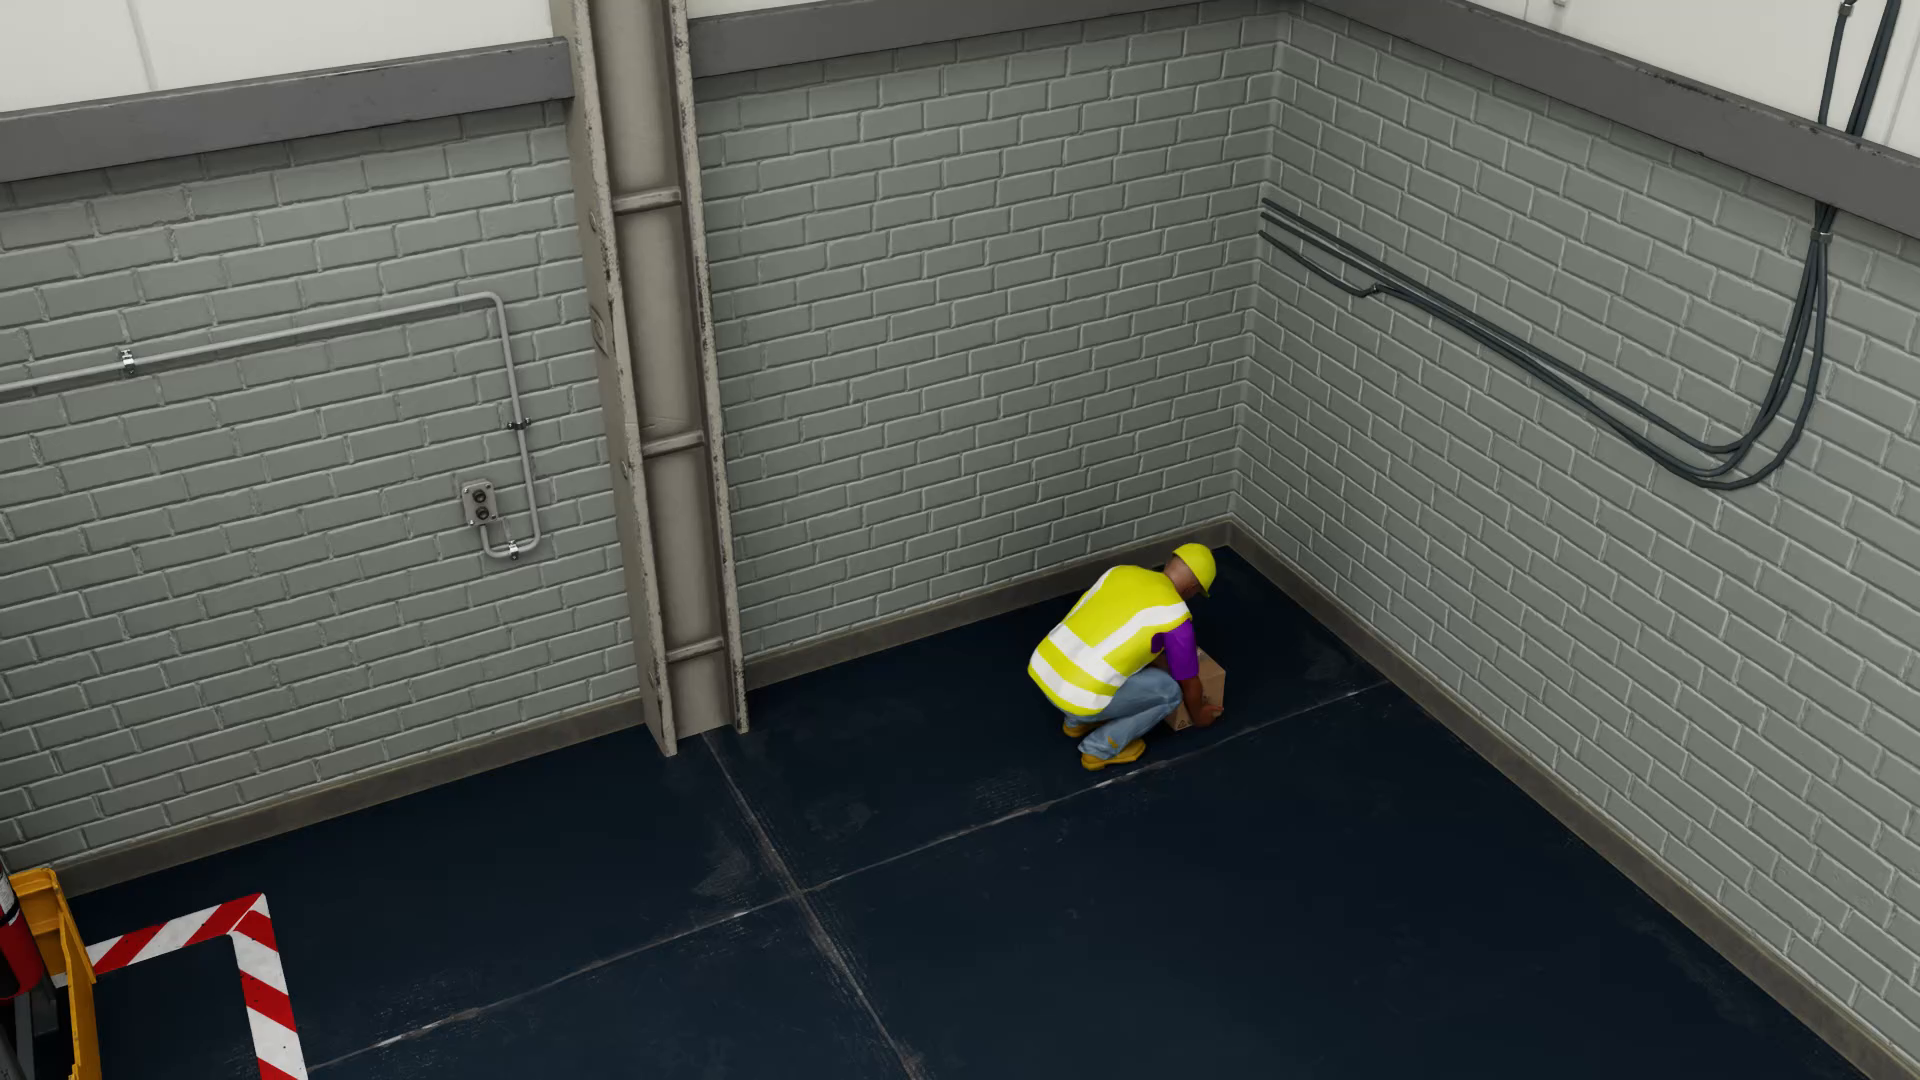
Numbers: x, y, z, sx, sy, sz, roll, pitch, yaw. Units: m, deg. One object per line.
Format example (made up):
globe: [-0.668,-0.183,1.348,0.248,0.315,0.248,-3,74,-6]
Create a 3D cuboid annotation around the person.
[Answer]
person: [0.733,0.536,7.259,0.926,0.899,0.549,-16,36,-23]
